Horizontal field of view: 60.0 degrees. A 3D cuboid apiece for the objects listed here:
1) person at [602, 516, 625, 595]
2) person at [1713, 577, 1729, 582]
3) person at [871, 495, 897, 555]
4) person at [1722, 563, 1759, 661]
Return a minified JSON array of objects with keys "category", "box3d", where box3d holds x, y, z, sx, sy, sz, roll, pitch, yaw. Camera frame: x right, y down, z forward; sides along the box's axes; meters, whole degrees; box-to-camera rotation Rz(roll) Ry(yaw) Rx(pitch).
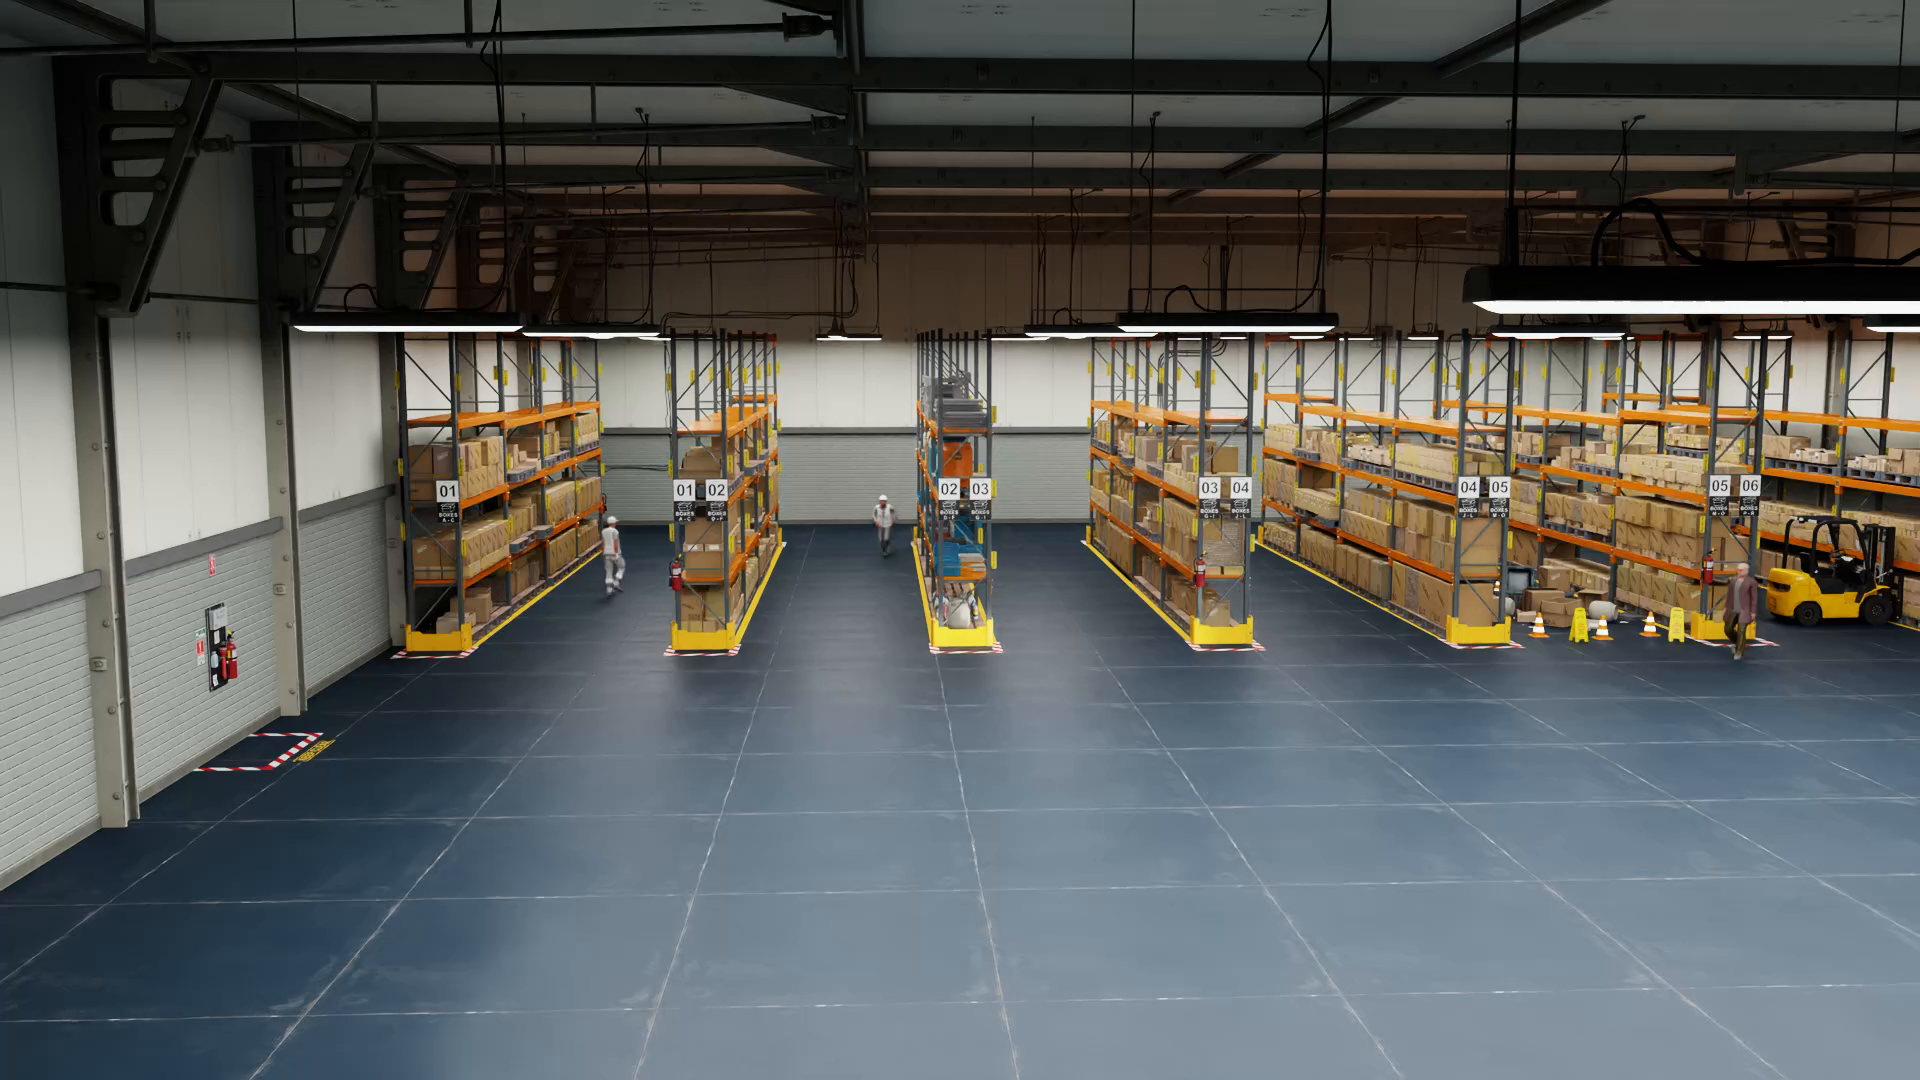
[{"category":"person","box3d":[-7.966,0.349,38.021,0.540,1.769,0.501,1,7,11]},{"category":"person","box3d":[16.591,0.629,36.295,0.538,1.784,0.599,-1,7,-7]},{"category":"person","box3d":[-2.034,-0.400,44.915,0.666,1.678,0.732,1,7,9]},{"category":"person","box3d":[14.155,1.278,30.126,0.595,1.760,0.743,6,9,41]}]
